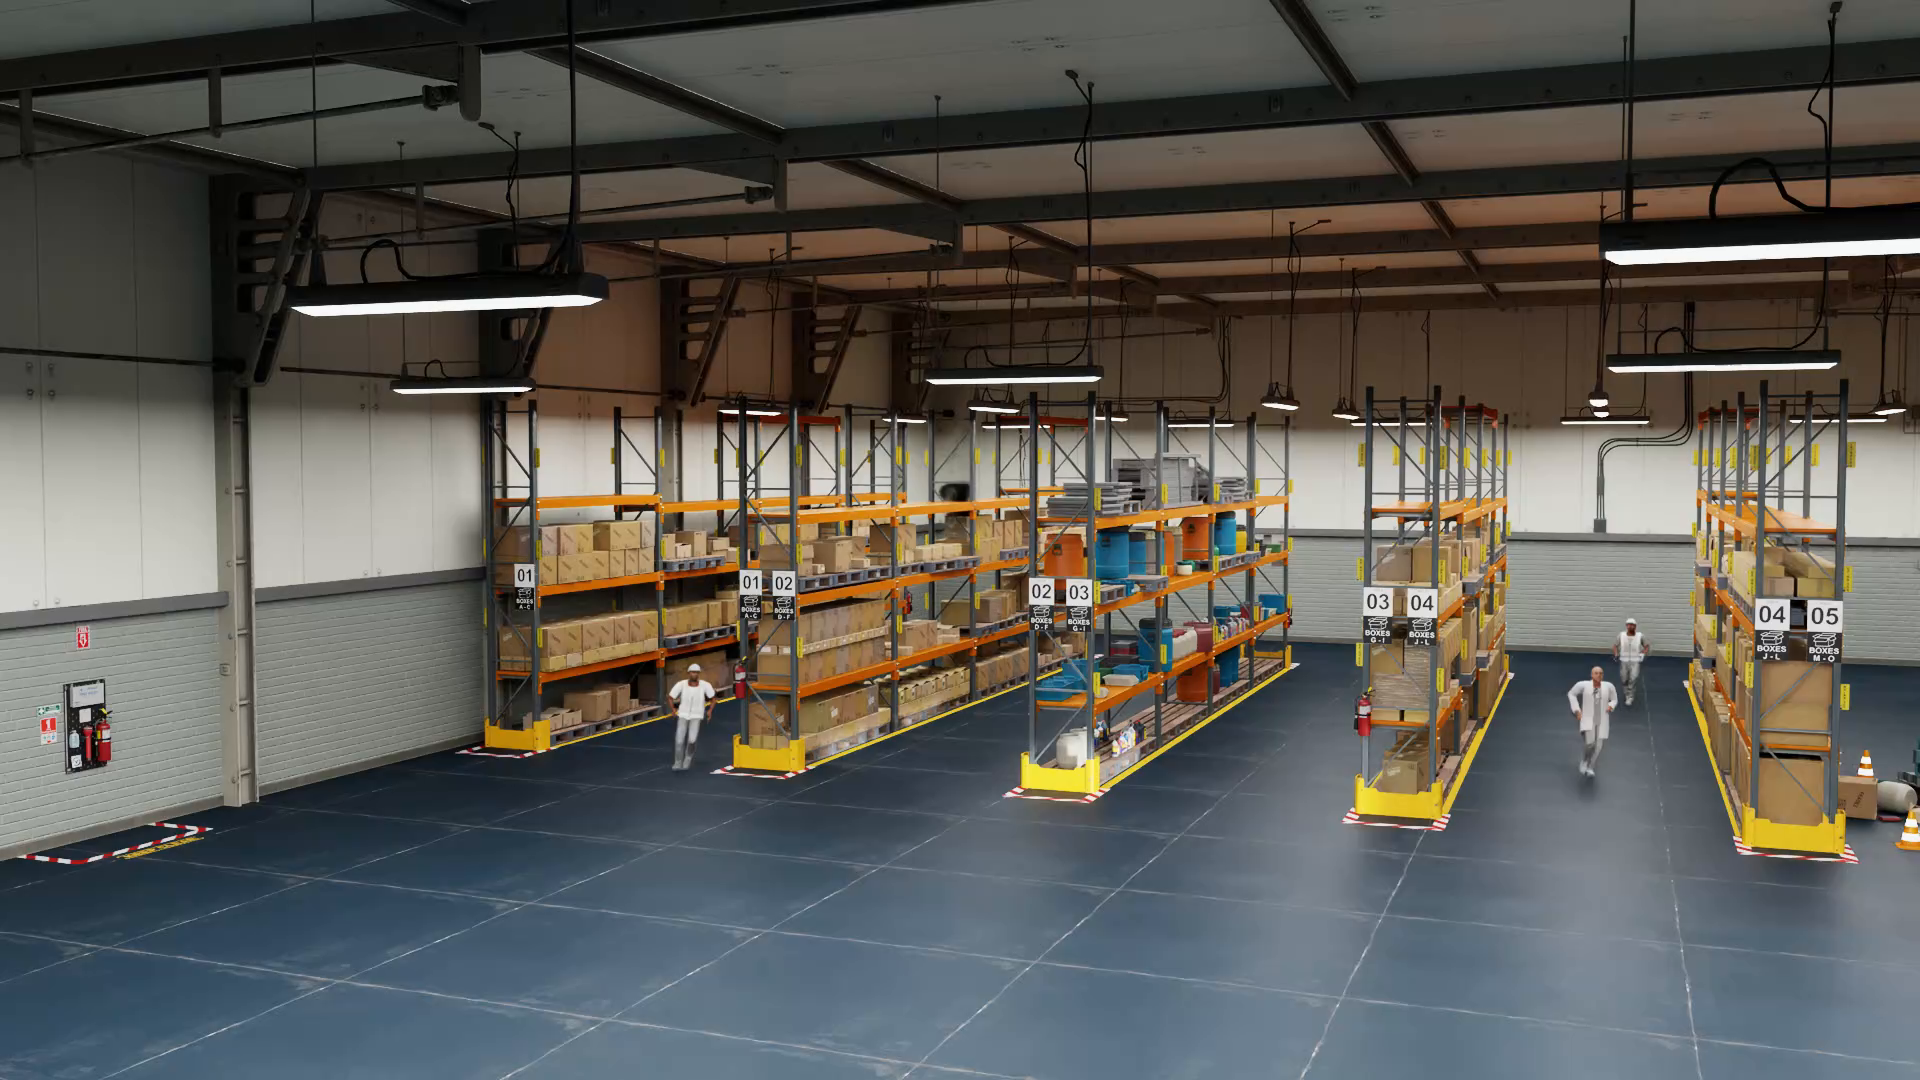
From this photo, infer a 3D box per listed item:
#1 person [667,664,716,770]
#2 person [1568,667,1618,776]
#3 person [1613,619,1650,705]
[{"bbox_3d":[-4.296,2.828,26.557,0.765,1.704,0.581,0,3,-5],"label":"person"},{"bbox_3d":[9.927,2.844,26.006,0.707,1.736,0.690,0,3,6],"label":"person"},{"bbox_3d":[13.681,2.471,33.905,0.688,1.746,0.679,1,3,26],"label":"person"}]
